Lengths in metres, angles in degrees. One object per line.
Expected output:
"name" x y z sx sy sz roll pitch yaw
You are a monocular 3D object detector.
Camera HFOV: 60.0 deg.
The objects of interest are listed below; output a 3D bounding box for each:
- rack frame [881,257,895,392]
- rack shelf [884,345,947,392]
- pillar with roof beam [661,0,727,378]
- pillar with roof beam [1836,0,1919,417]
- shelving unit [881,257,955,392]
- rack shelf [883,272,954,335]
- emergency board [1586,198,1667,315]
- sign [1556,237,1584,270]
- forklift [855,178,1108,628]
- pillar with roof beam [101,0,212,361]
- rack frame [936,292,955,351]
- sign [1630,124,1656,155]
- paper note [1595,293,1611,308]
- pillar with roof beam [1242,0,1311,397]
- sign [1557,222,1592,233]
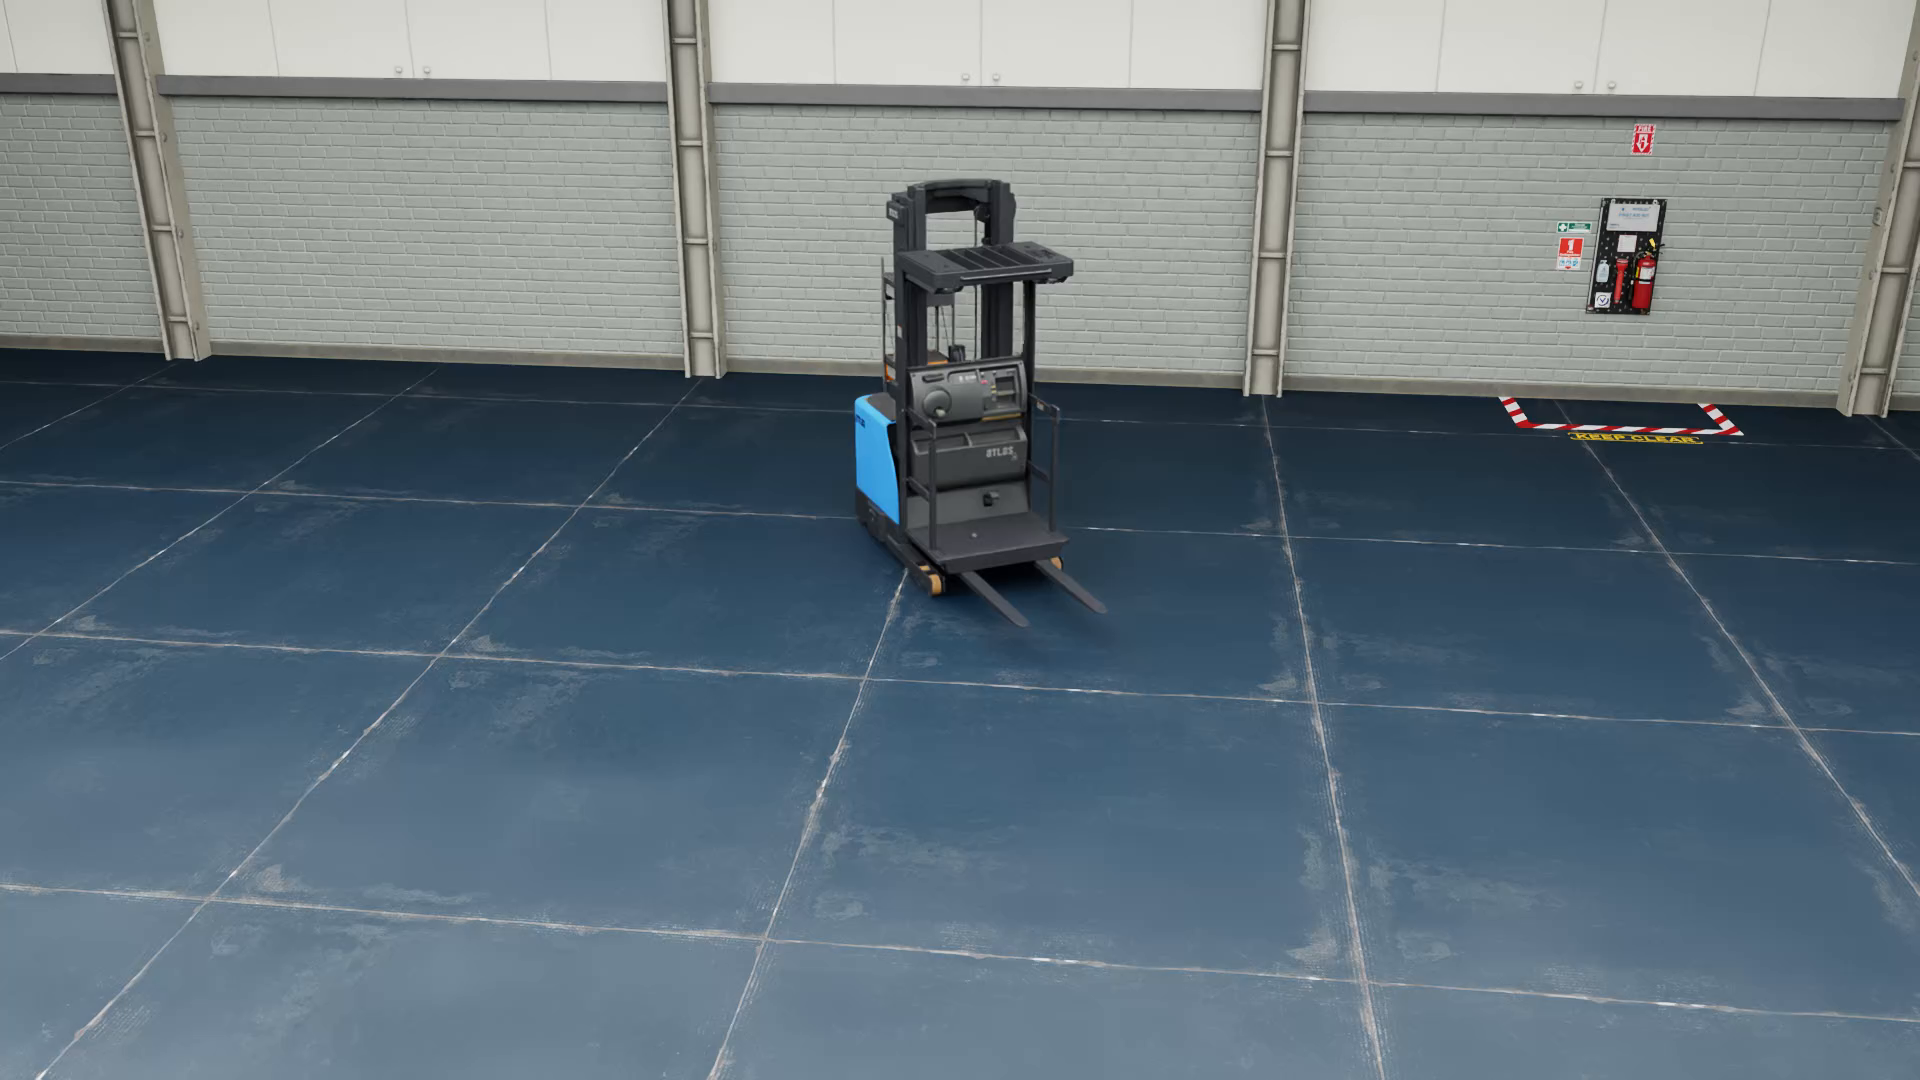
"rack frame" -0.577 -1.319 14.081 0.015 2.100 0.400 -9 23 -21
"rack shelf" -0.352 -1.341 14.173 0.480 0.518 0.431 -9 23 -21
"pillar with roof beam" -3.281 -4.429 12.562 0.400 9.000 9.100 2 22 6
"pillar with roof beam" 8.636 -3.910 11.249 0.400 9.000 9.100 2 22 6
"shelving unit" -0.352 -1.354 14.168 0.503 2.100 0.431 -9 23 -21
"rack shelf" -0.352 -1.992 13.916 0.480 0.518 0.431 -9 23 -21
"emergency board" 6.693 -2.812 16.633 0.643 1.169 0.194 2 22 6
"sign" 6.156 -2.891 16.782 0.234 0.329 0.001 2 22 6
"forklift" 0.152 -1.116 12.437 1.130 2.935 3.031 -9 23 -21
"pillar with roof beam" -9.239 -4.688 13.219 0.400 9.000 9.100 2 22 6
"rack frame" -0.126 -1.388 14.255 0.015 2.100 0.400 -9 23 -21
"sign" 6.697 -3.927 16.300 0.199 0.298 0.001 2 22 6
"paper note" 6.525 -2.436 16.878 0.142 0.148 0.016 2 22 6
"pillar with roof beam" 2.678 -4.169 11.906 0.400 9.000 9.100 2 22 6
"sign" 6.159 -3.134 16.676 0.331 0.109 0.001 2 22 6
